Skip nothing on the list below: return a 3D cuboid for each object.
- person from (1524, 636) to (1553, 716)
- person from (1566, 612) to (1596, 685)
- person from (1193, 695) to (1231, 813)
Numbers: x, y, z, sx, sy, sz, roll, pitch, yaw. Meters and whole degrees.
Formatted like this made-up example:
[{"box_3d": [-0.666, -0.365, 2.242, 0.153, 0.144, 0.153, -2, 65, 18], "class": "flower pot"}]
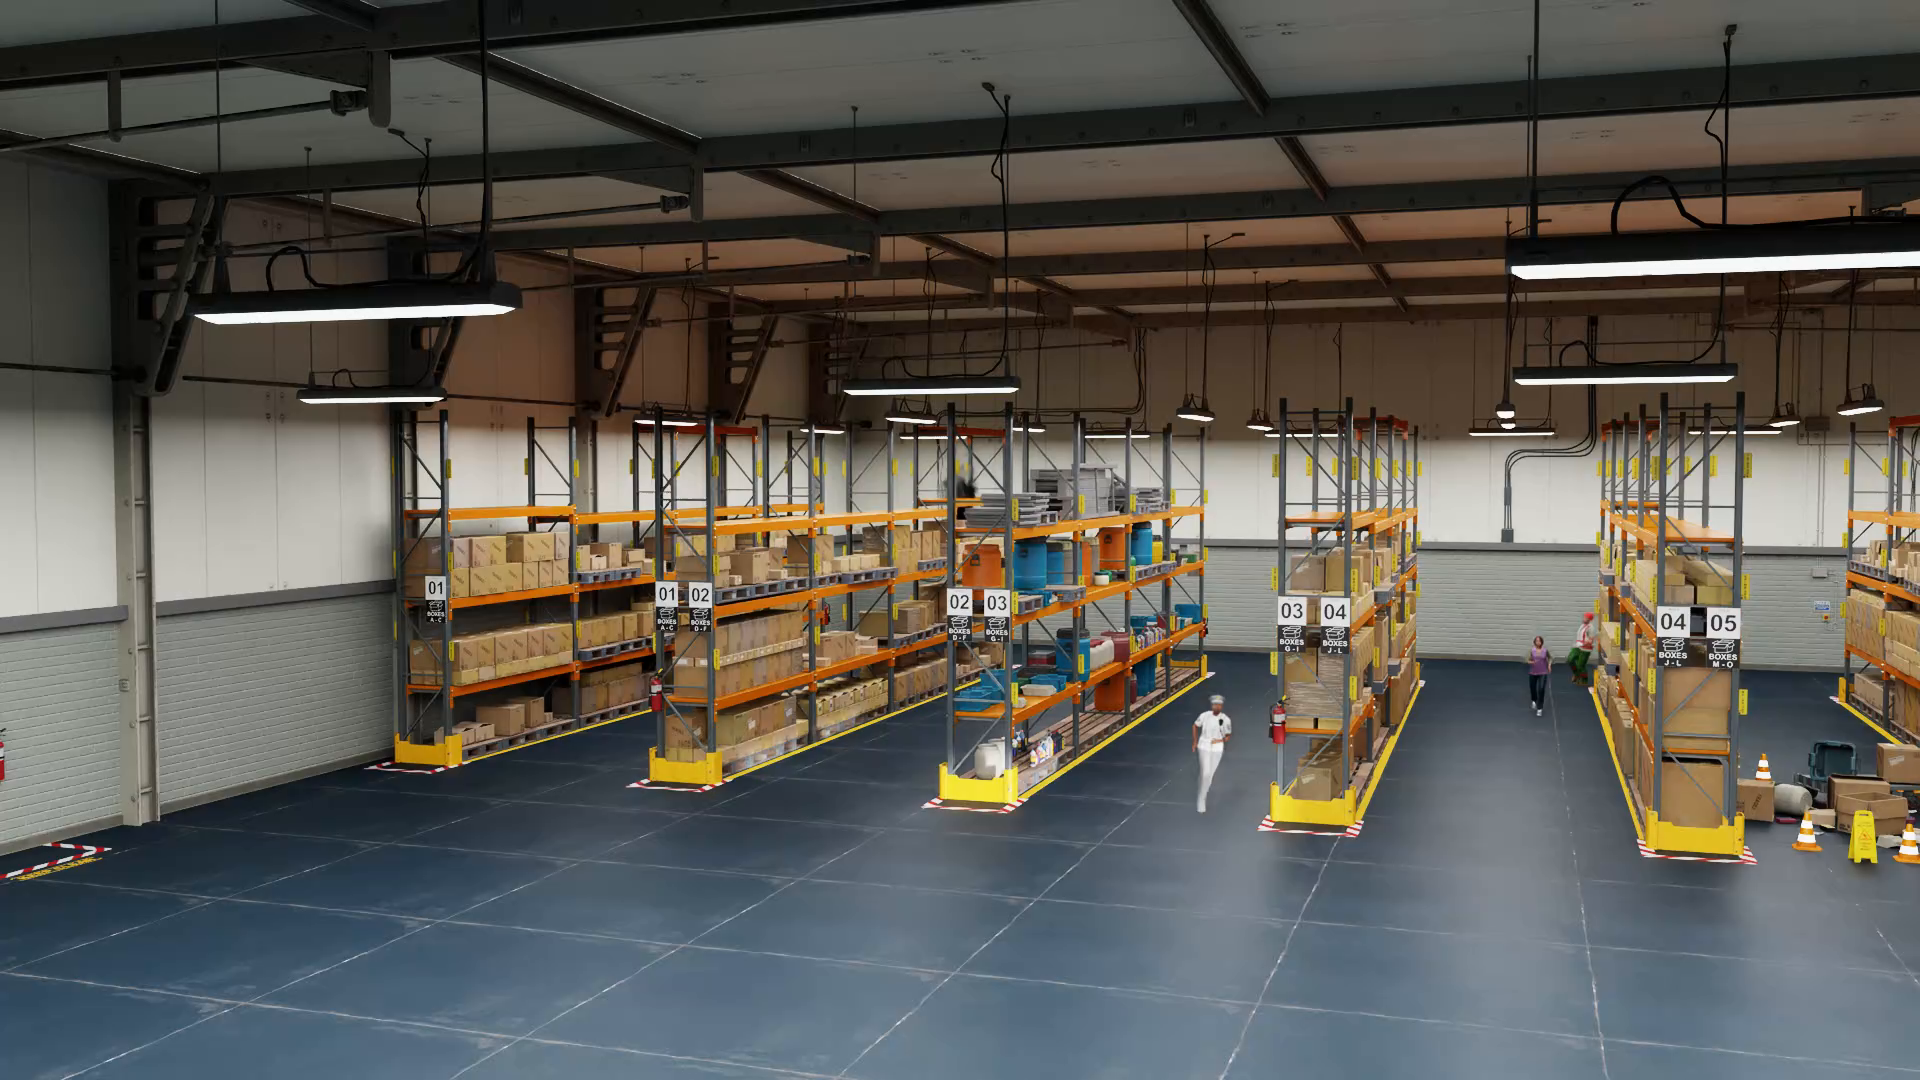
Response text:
[{"box_3d": [11.768, 2.763, 33.840, 0.541, 1.528, 0.891, 1, 3, 21], "class": "person"}, {"box_3d": [14.227, 2.496, 38.034, 0.632, 1.715, 0.701, -1, 3, -16], "class": "person"}, {"box_3d": [3.706, 3.116, 24.445, 0.549, 1.695, 0.668, 0, 2, 3], "class": "person"}]
